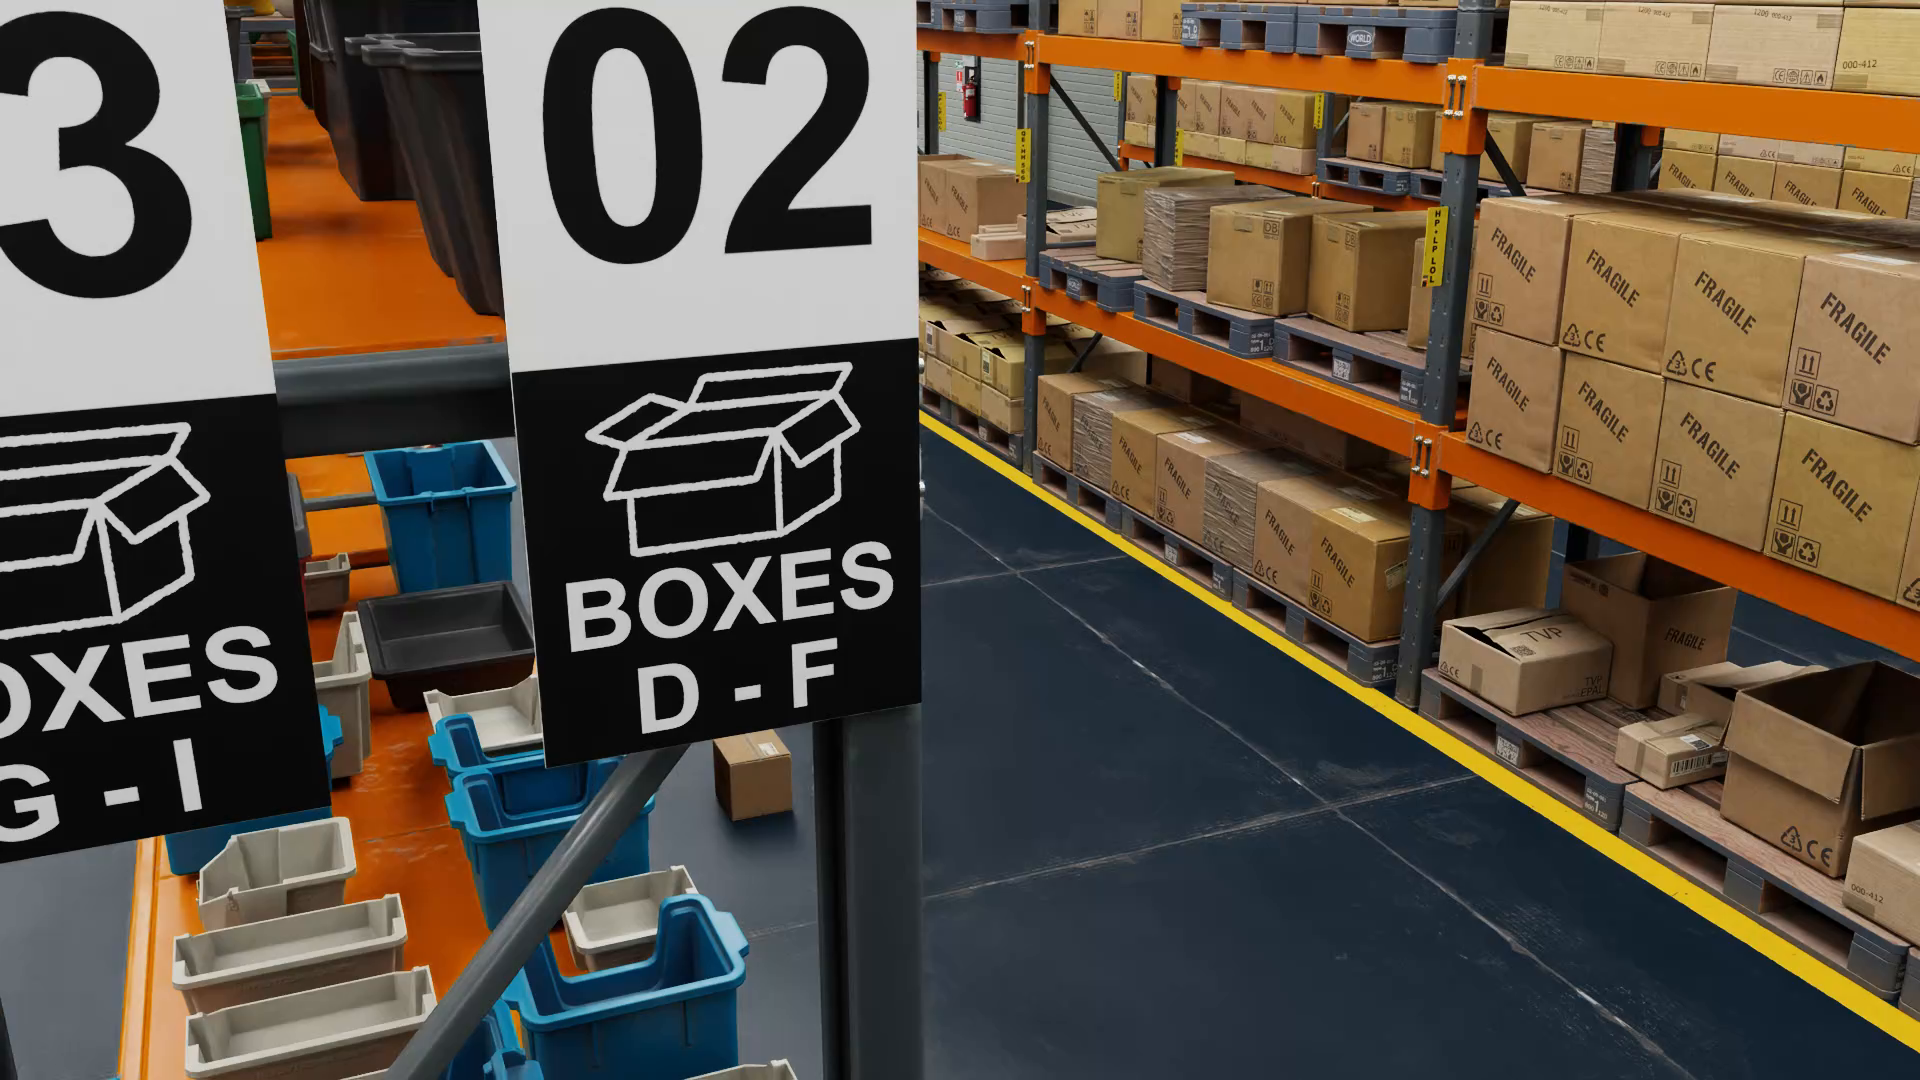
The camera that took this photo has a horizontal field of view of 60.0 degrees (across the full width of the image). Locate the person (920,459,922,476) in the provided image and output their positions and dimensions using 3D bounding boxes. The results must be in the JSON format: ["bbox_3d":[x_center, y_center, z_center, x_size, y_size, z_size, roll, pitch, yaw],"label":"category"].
[{"bbox_3d":[-0.359,0.160,6.557,0.358,1.763,0.565,-7,20,-21],"label":"person"}]
